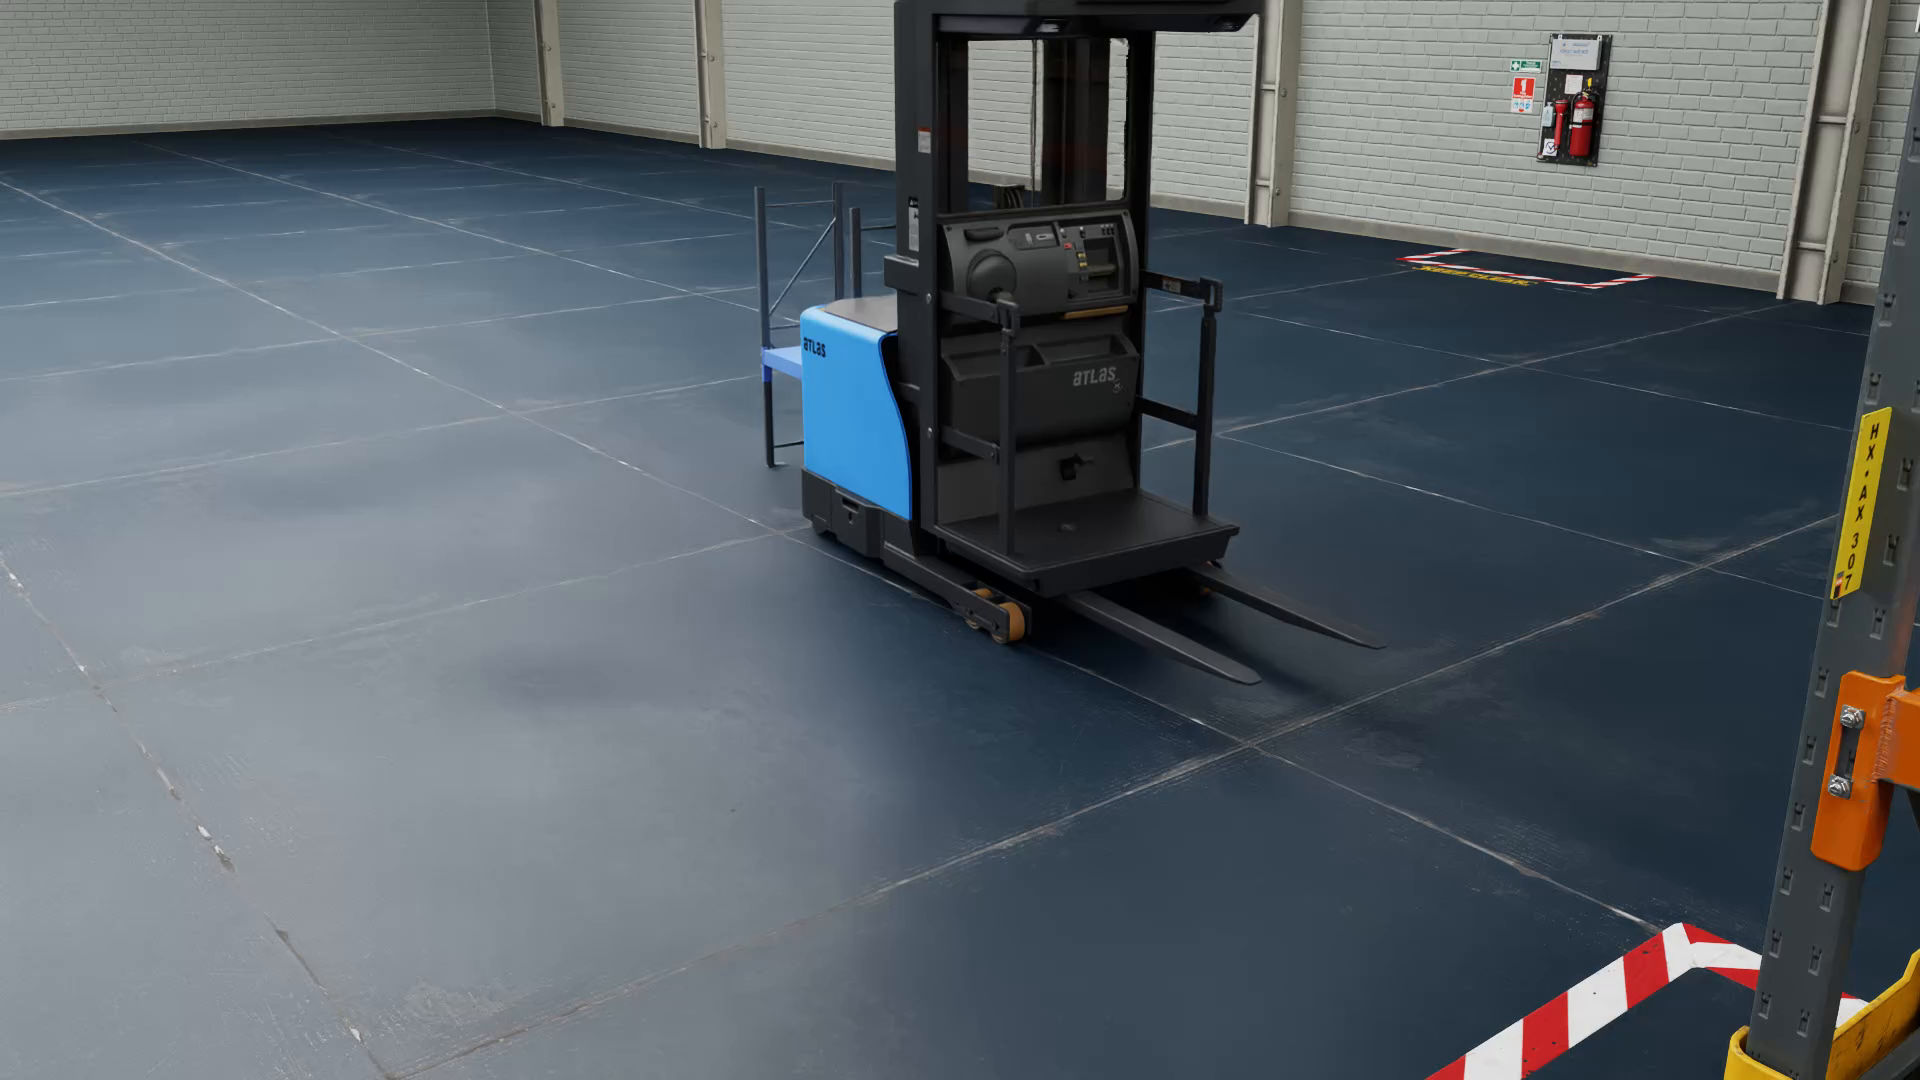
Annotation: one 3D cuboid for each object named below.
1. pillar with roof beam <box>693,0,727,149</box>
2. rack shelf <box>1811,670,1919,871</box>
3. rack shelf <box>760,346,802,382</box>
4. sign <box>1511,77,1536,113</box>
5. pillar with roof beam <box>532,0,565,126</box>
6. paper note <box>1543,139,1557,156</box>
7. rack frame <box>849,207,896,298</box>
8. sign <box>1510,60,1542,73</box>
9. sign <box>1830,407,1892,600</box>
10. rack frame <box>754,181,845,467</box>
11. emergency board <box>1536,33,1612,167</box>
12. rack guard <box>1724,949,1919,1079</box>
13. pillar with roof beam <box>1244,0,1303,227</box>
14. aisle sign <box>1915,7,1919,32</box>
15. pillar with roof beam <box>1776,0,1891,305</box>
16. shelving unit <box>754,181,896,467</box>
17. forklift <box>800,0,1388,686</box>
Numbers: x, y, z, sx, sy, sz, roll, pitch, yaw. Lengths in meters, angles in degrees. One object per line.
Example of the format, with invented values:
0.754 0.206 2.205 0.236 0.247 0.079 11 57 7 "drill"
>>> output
-7.428 -9.887 23.406 9.100 9.000 0.400 -14 23 -36 "pillar with roof beam"
3.211 0.799 1.823 1.077 0.370 4.000 -14 23 -36 "rack shelf"
-0.574 -0.849 8.613 0.538 0.185 1.000 -11 21 -31 "rack shelf"
5.356 -4.234 15.820 0.001 0.329 0.234 -14 23 -36 "sign"
-11.153 -11.366 27.871 9.100 9.000 0.400 -14 23 -36 "pillar with roof beam"
5.562 -3.699 15.664 0.016 0.148 0.142 -14 23 -36 "paper note"
-0.301 -0.885 8.149 0.500 1.500 0.032 -11 21 -31 "rack frame"
5.352 -4.483 15.728 0.001 0.109 0.331 -14 23 -36 "sign"
1.535 -0.061 2.834 0.100 0.325 0.005 -14 23 -36 "sign"
-0.846 -1.155 8.964 0.500 1.500 0.032 -11 21 -31 "rack frame"
5.618 -4.060 15.353 0.194 1.169 0.643 -14 23 -36 "emergency board"
2.053 1.160 3.563 1.175 0.500 0.348 -14 23 -36 "rack guard"
0.023 -6.930 14.476 9.100 9.000 0.400 -14 23 -36 "pillar with roof beam"
1.695 -1.230 2.671 0.394 0.787 0.004 -14 23 -36 "aisle sign"
3.748 -5.452 10.011 9.100 9.000 0.400 -14 23 -36 "pillar with roof beam"
-0.574 -1.020 8.557 0.538 1.500 1.048 -11 21 -31 "shelving unit"
0.457 -1.145 6.659 1.130 2.935 3.031 -11 21 -31 "forklift"
